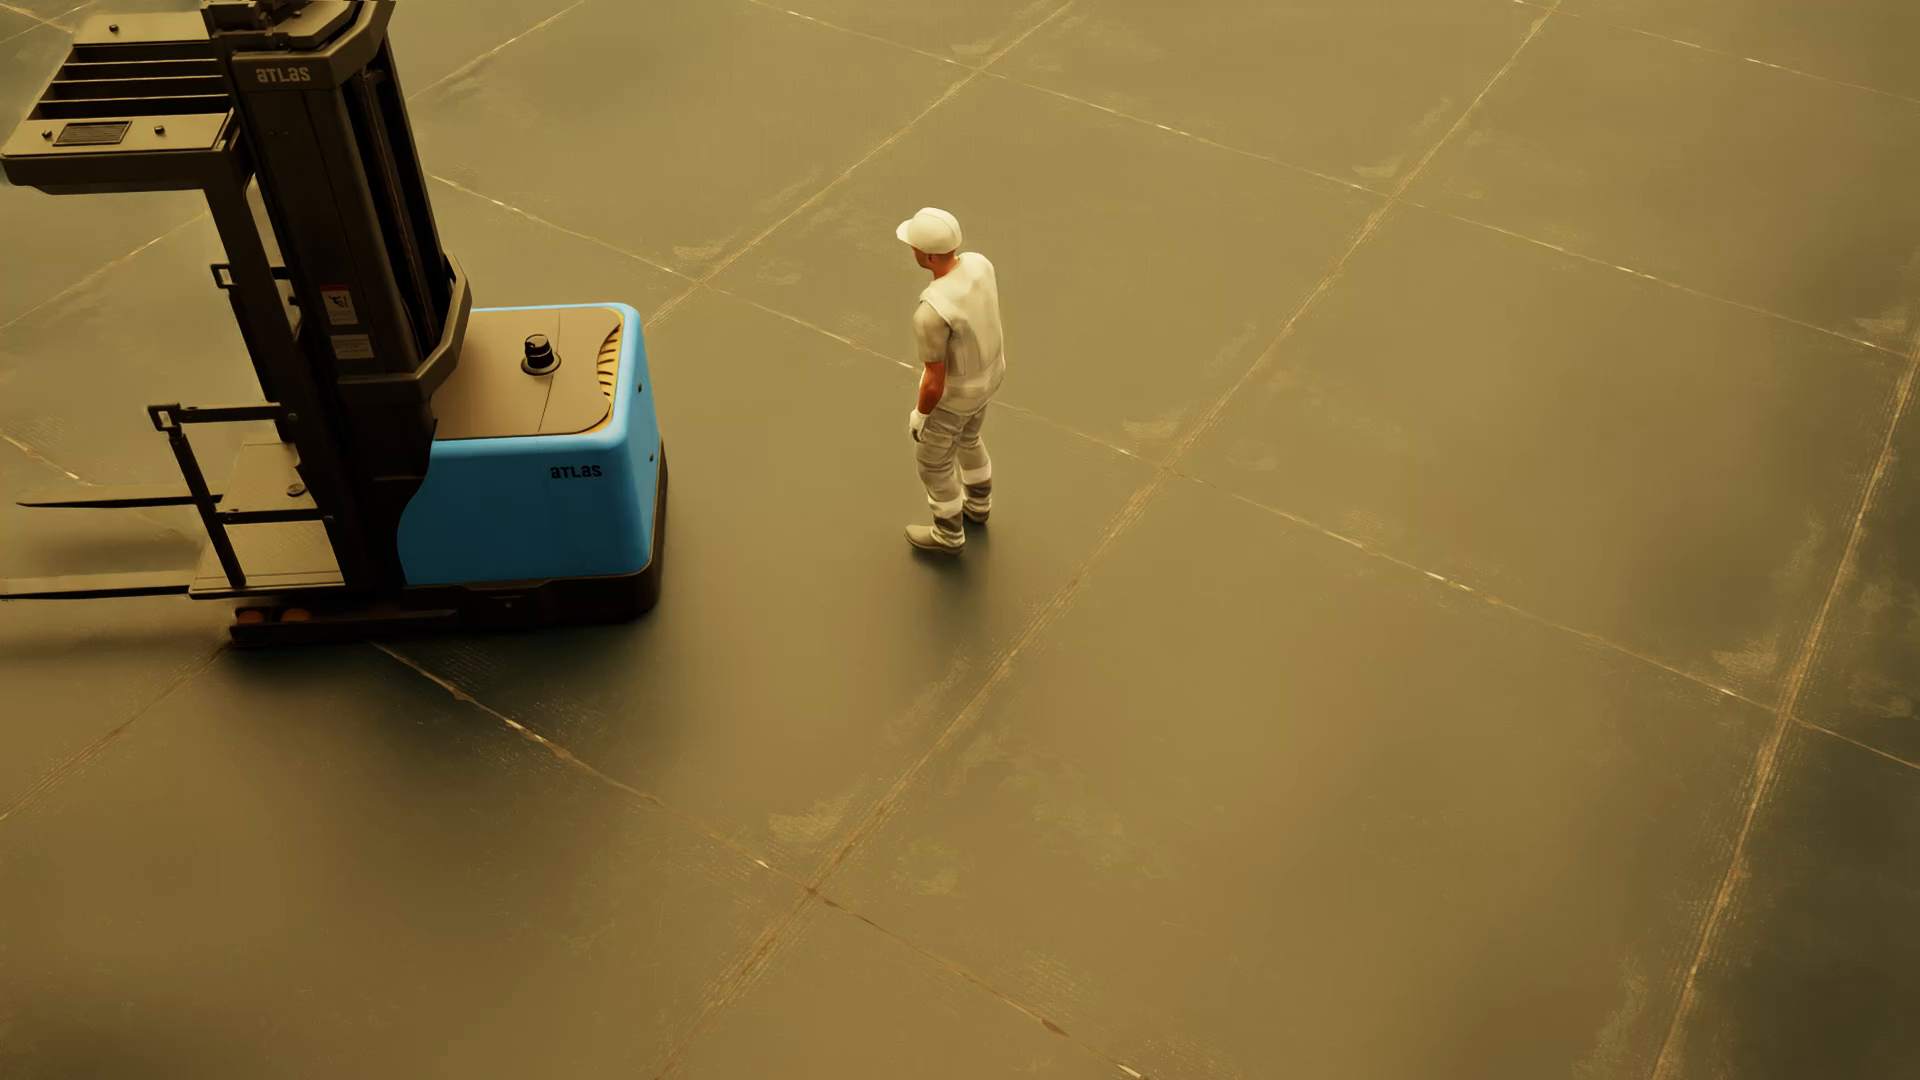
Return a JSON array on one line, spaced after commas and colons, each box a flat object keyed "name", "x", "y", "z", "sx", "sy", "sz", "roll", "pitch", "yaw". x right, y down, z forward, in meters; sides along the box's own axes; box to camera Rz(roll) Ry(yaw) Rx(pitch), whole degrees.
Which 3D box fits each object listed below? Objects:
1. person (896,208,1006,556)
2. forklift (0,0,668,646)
[{"name": "person", "x": -0.043, "y": -0.685, "z": 7.354, "sx": 0.452, "sy": 1.776, "sz": 0.608, "roll": 22, "pitch": 48, "yaw": 22}, {"name": "forklift", "x": -2.921, "y": -0.966, "z": 6.867, "sx": 3.031, "sy": 2.935, "sz": 1.130, "roll": -3, "pitch": 44, "yaw": -3}]
